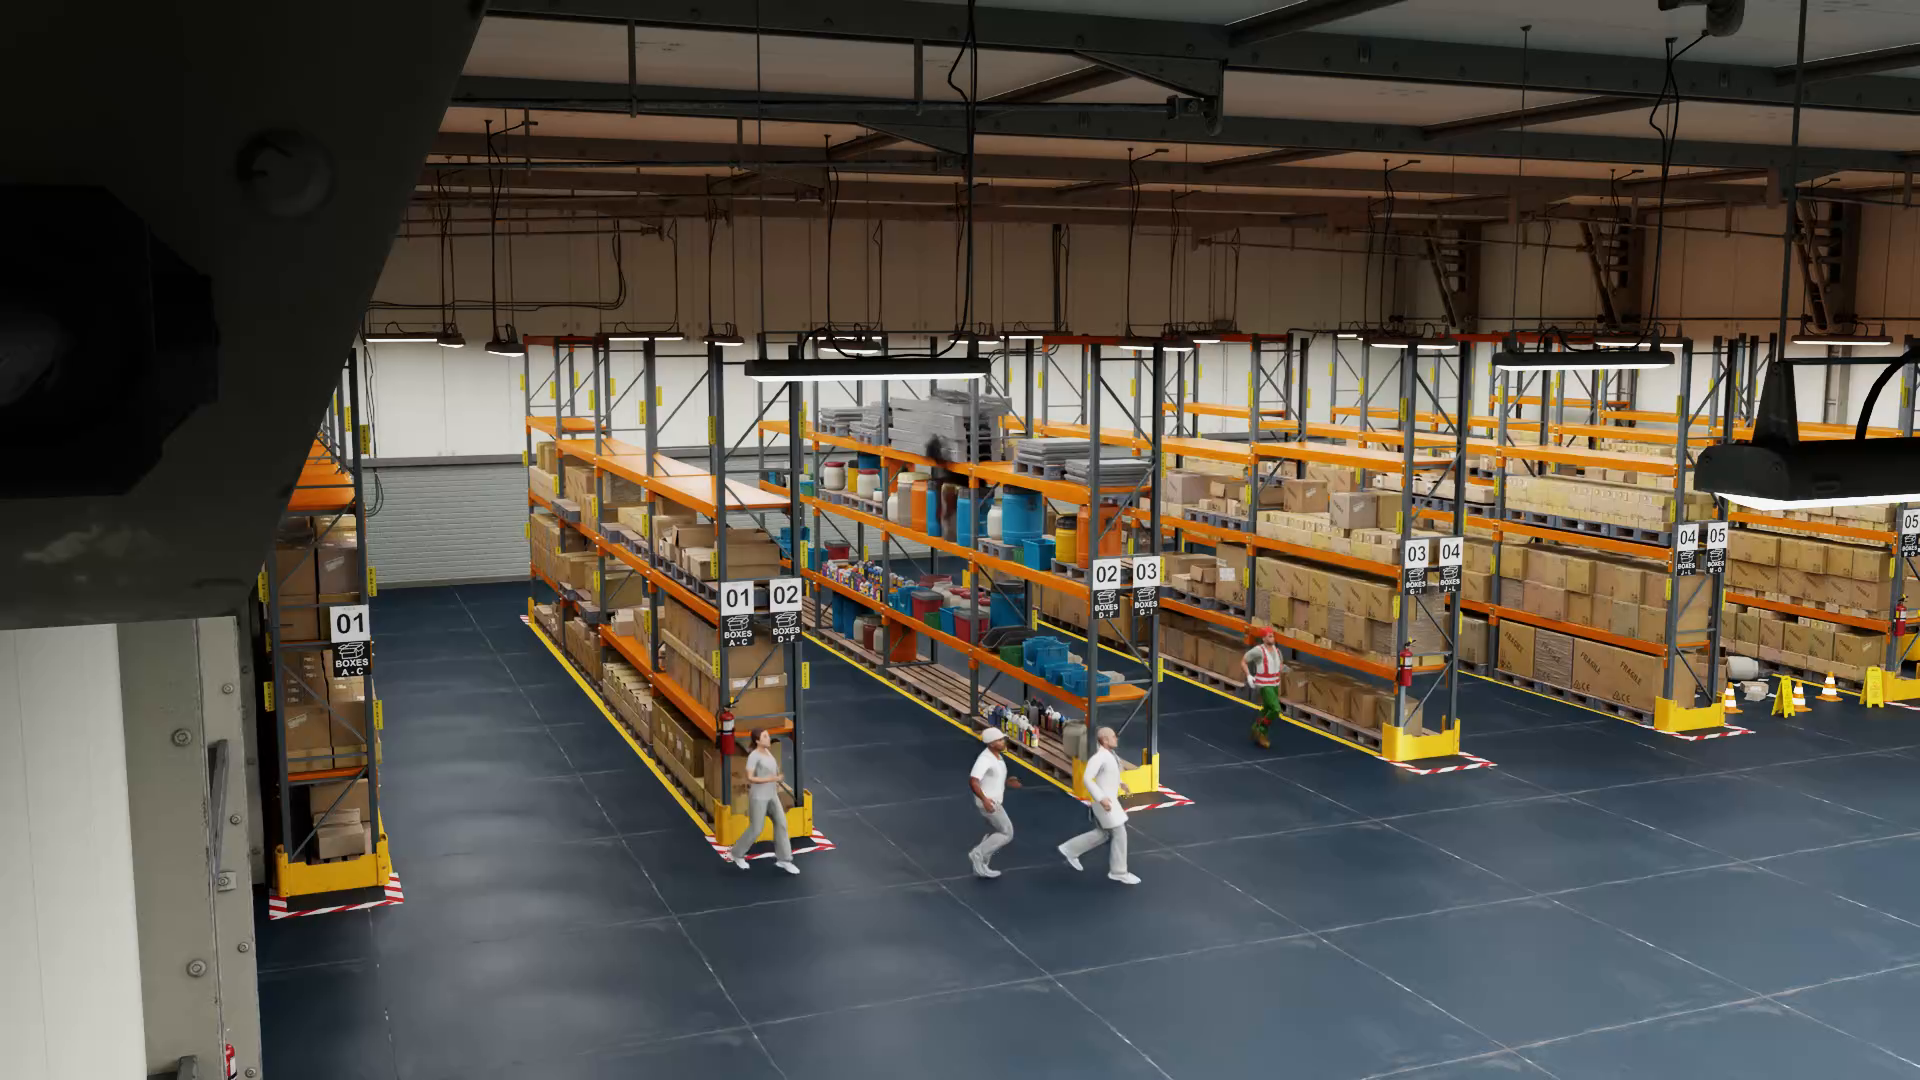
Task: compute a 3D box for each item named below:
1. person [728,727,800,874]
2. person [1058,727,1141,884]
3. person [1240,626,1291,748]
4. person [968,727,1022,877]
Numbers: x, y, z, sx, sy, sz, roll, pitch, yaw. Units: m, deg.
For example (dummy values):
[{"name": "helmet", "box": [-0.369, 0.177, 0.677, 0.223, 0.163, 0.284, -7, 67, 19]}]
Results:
[{"name": "person", "box": [-2.253, 2.977, 19.010, 0.853, 1.673, 0.574, 3, 8, 24]}, {"name": "person", "box": [1.579, 2.982, 18.775, 0.946, 1.782, 0.722, 1, 8, 8]}, {"name": "person", "box": [4.561, 2.172, 24.564, 0.639, 1.791, 0.704, -7, 10, -41]}, {"name": "person", "box": [0.399, 2.973, 18.880, 0.594, 1.729, 0.681, 1, 8, 5]}]
